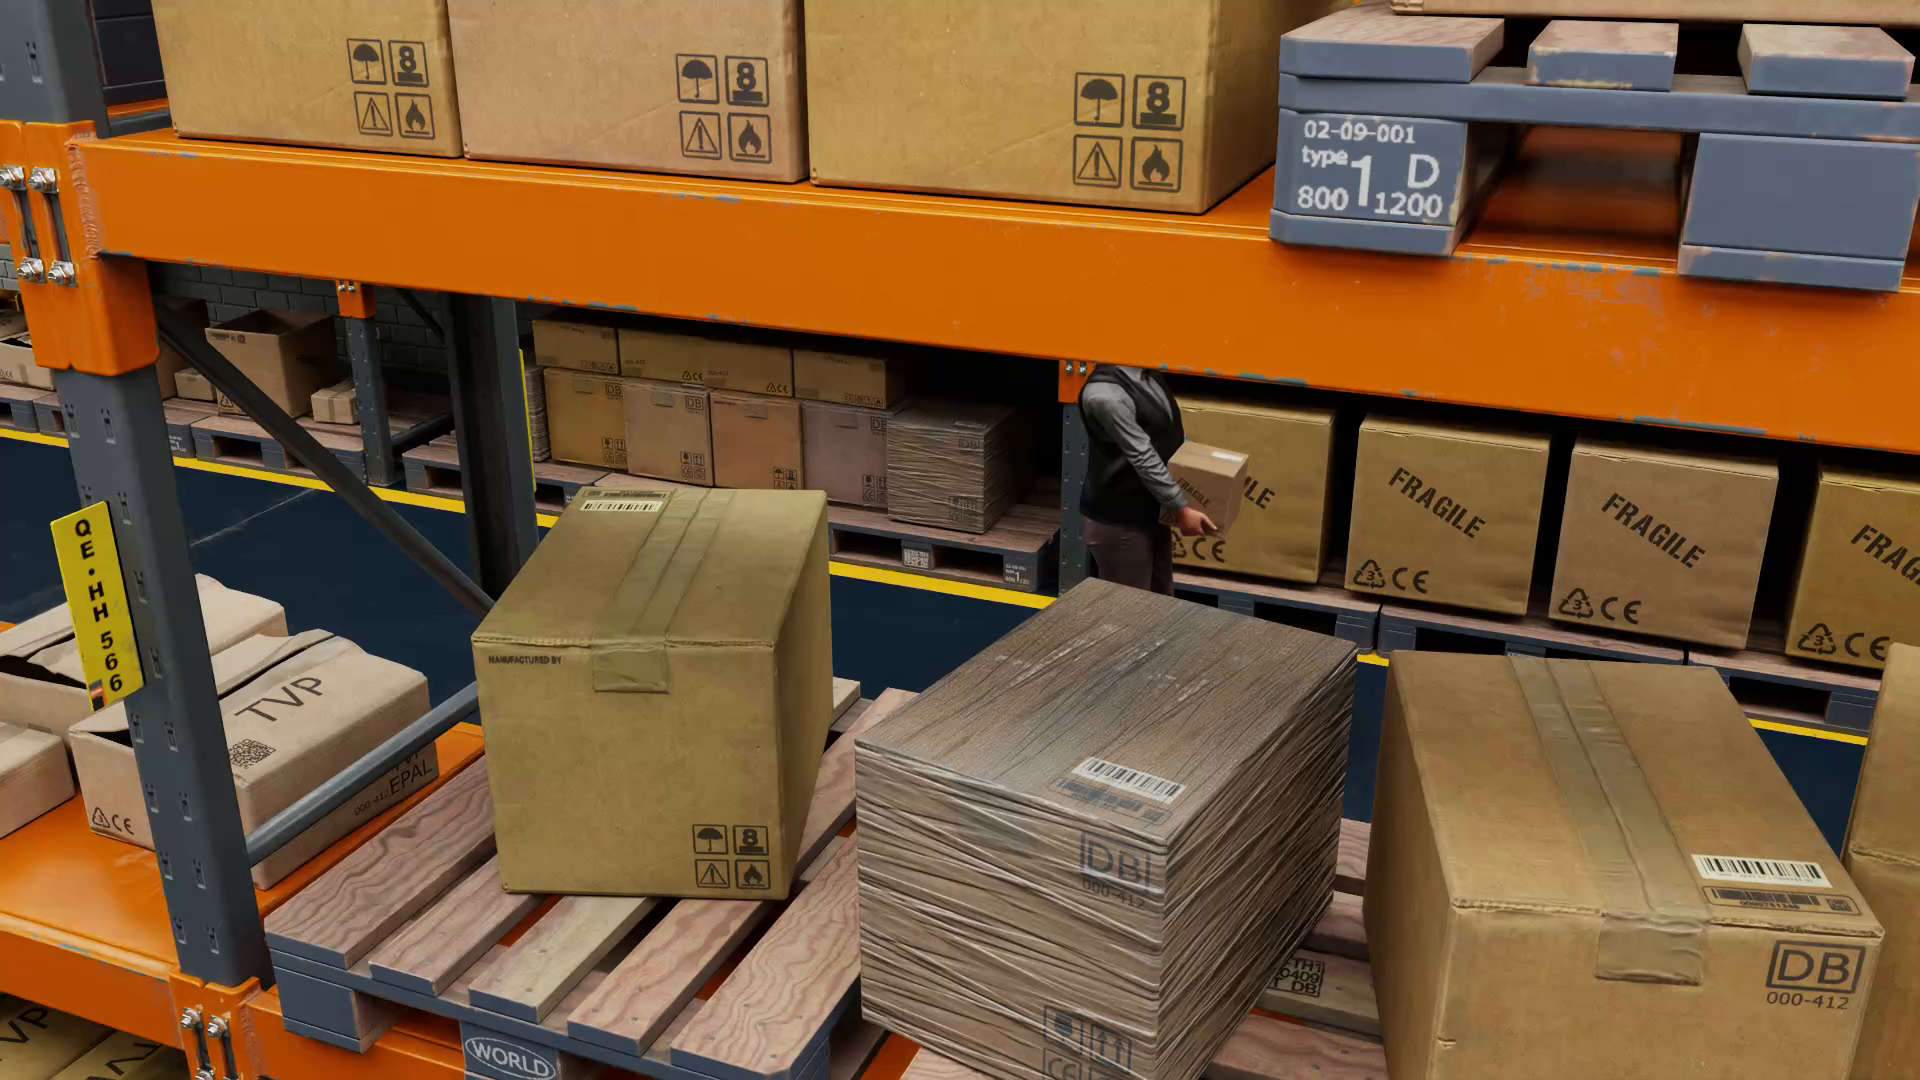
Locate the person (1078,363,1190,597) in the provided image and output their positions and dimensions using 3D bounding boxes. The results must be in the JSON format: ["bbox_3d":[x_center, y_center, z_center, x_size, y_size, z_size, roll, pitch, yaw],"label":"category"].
[{"bbox_3d":[0.690,-0.009,6.356,0.448,1.450,0.494,9,24,20],"label":"person"}]
